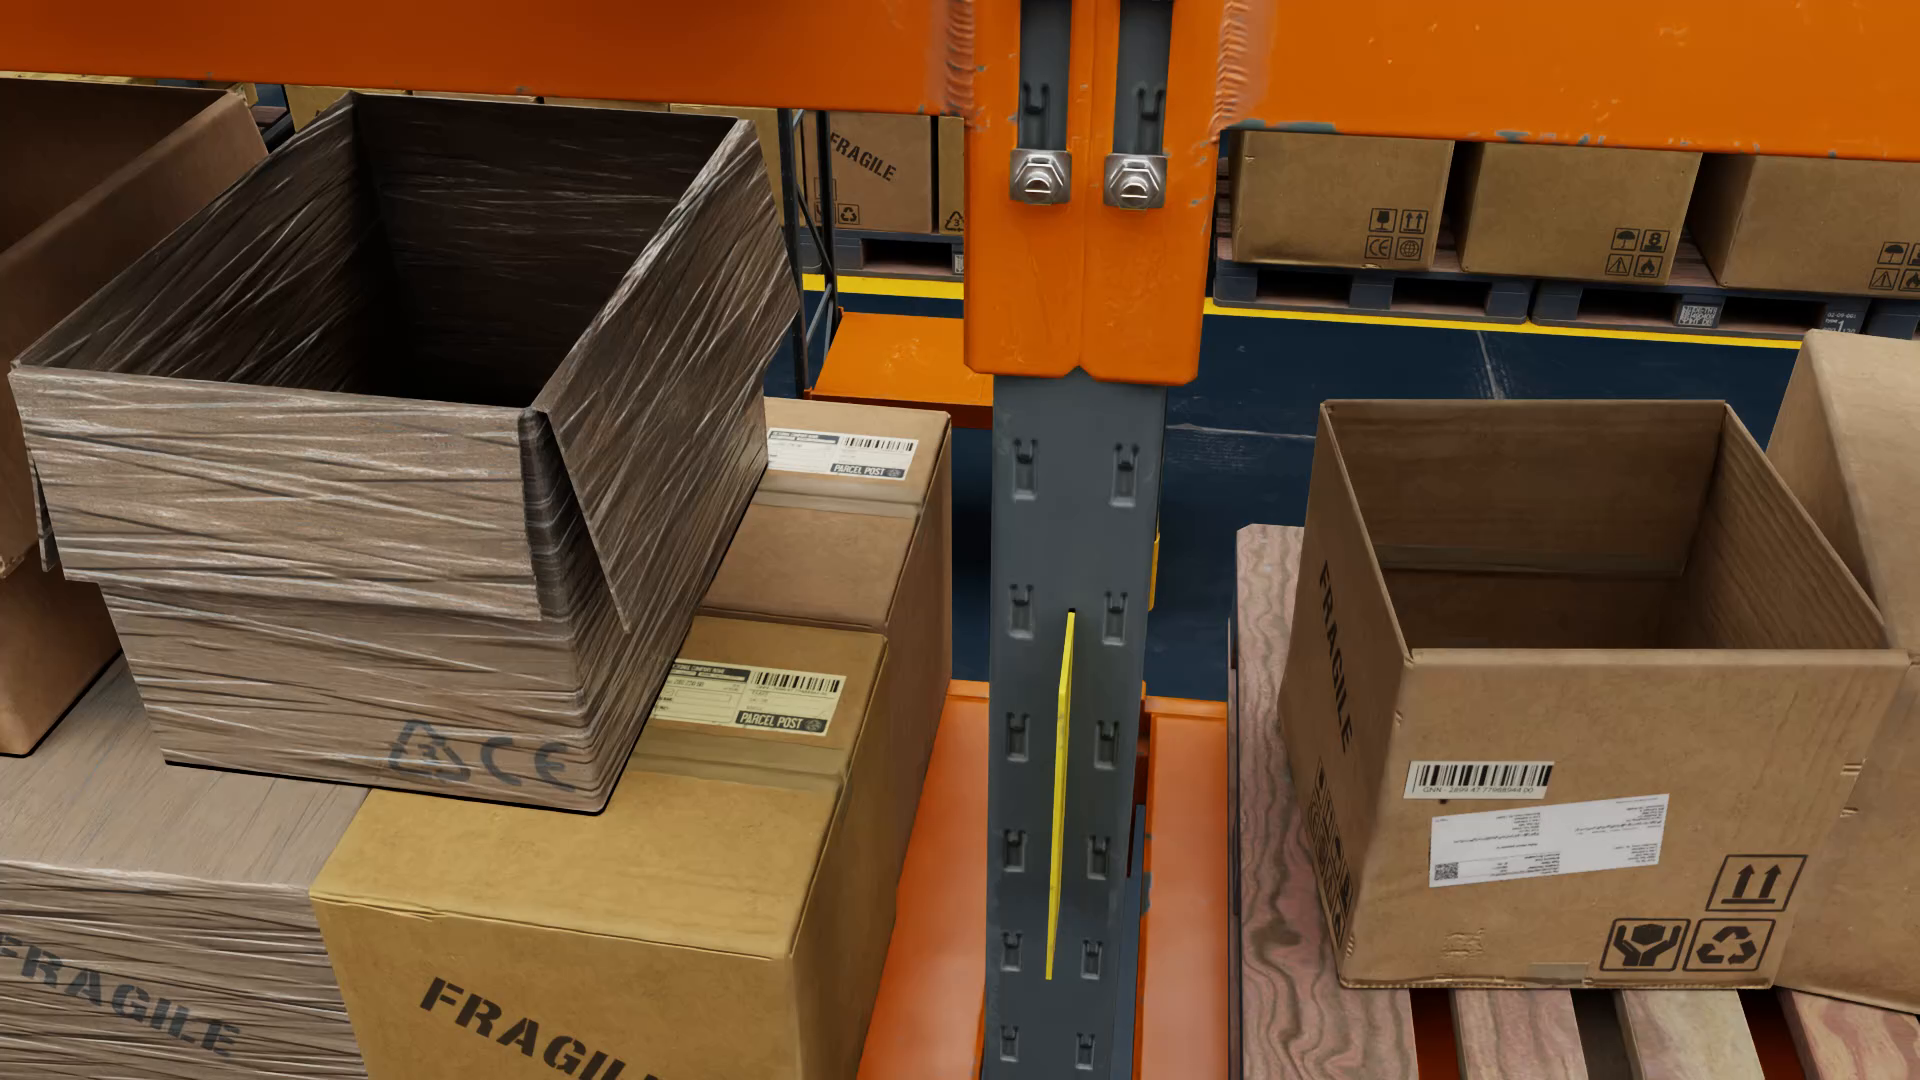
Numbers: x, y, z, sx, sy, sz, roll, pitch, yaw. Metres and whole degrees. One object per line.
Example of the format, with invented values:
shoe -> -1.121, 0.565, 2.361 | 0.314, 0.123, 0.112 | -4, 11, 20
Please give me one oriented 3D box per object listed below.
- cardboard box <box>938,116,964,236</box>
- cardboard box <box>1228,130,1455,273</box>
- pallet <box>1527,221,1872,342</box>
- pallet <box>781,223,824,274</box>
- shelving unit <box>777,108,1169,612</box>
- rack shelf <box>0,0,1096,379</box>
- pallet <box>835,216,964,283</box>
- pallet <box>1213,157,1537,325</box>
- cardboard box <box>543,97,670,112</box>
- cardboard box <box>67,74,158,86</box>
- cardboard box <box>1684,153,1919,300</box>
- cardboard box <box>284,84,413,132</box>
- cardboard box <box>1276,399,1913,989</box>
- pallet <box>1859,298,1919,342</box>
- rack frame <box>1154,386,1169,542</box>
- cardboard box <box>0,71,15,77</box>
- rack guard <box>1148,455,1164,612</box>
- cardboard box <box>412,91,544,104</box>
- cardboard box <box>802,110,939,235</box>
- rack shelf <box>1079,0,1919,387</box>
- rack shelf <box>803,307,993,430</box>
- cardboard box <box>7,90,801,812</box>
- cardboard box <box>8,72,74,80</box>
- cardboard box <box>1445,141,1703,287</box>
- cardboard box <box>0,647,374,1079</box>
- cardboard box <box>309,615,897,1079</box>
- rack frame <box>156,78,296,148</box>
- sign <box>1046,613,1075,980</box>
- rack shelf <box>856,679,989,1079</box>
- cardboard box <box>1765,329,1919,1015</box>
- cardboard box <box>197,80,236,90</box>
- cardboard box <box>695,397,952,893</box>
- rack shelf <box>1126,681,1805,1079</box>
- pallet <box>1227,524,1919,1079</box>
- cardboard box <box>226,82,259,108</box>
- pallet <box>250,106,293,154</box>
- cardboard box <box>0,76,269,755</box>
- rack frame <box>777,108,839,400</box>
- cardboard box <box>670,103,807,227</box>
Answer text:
cardboard box -> 0.195, -1.534, 6.608 | 0.500, 0.500, 0.500 | 4, 36, 6
cardboard box -> 1.474, -1.641, 6.542 | 0.750, 0.750, 1.050 | 4, 36, 5
pallet -> 2.860, -1.154, 6.685 | 1.213, 0.211, 1.003 | 4, 36, 6
pallet -> -1.100, -1.498, 7.167 | 1.213, 0.211, 1.003 | 4, 36, 6
shelving unit -> 0.076, -0.605, 4.806 | 1.083, 1.500, 0.587 | 4, 36, 6
rack shelf -> -1.834, -0.708, 1.697 | 4.000, 0.370, 1.077 | 4, 36, 6
pallet -> 0.107, -1.406, 7.039 | 1.213, 0.211, 1.003 | 4, 36, 6
pallet -> 1.654, -1.246, 6.814 | 1.213, 0.211, 1.003 | 4, 36, 6
cardboard box -> -1.341, -1.655, 6.778 | 0.500, 0.500, 0.500 | 5, 36, 7
cardboard box -> -3.472, -1.908, 6.921 | 0.250, 0.149, 0.380 | 5, 36, 7
cardboard box -> 3.265, -1.509, 6.358 | 0.750, 0.750, 1.050 | 4, 36, 6
cardboard box -> -2.387, -1.724, 6.874 | 0.500, 0.500, 0.500 | 6, 36, 8
cardboard box -> 0.690, 0.173, 1.978 | 0.500, 0.500, 0.500 | 0, 36, 0
pallet -> 4.074, -1.065, 6.561 | 1.213, 0.211, 1.003 | 4, 36, 6
rack frame -> 0.589, -0.567, 4.753 | 0.032, 1.500, 0.500 | 4, 36, 6
cardboard box -> -3.978, -1.918, 6.936 | 0.250, 0.149, 0.380 | 4, 36, 6
rack guard -> 0.570, -0.059, 5.118 | 0.087, 0.250, 0.587 | 4, 36, 6
cardboard box -> -1.862, -1.686, 6.821 | 0.500, 0.500, 0.500 | 6, 36, 8
cardboard box -> -0.319, -1.575, 6.664 | 0.500, 0.500, 0.500 | 6, 36, 8
rack shelf -> 2.133, -0.412, 1.283 | 4.000, 0.370, 1.077 | 4, 36, 6
rack shelf -> 0.085, -0.458, 4.910 | 1.000, 0.185, 0.538 | 4, 36, 6
cardboard box -> -0.574, -0.145, 1.921 | 0.637, 0.503, 0.797 | 5, 36, 8
cardboard box -> -3.731, -1.904, 6.916 | 0.250, 0.149, 0.380 | 5, 36, 7
cardboard box -> 2.342, -1.578, 6.454 | 0.750, 0.750, 1.050 | 5, 36, 7
cardboard box -> -0.865, 0.393, 2.031 | 0.500, 0.500, 0.500 | 4, 36, 6
cardboard box -> -0.372, 0.433, 1.975 | 0.500, 0.500, 0.500 | 5, 36, 7
rack frame -> -3.086, -2.778, 6.561 | 0.127, 3.000, 1.000 | 4, 36, 6
sign -> 0.082, 0.217, 1.368 | 0.005, 0.325, 0.100 | 4, 36, 6
rack shelf -> -1.834, 0.513, 2.569 | 4.000, 0.370, 1.077 | 4, 36, 6
cardboard box -> 1.257, 0.157, 2.001 | 0.500, 0.500, 0.700 | 9, 37, 13
cardboard box -> -3.405, -2.121, 7.477 | 0.250, 0.149, 0.380 | 6, 36, 8
cardboard box -> -0.298, 0.134, 2.393 | 0.500, 0.500, 0.500 | 5, 36, 7
rack shelf -> 2.133, 0.809, 2.154 | 4.000, 0.370, 1.077 | 4, 36, 6
pallet -> 0.870, 0.437, 2.220 | 1.003, 0.211, 1.213 | 4, 36, 6
cardboard box -> -3.406, -2.001, 7.564 | 0.250, 0.149, 0.380 | 3, 36, 4
pallet -> -3.757, -1.673, 7.412 | 1.213, 0.211, 1.003 | 4, 36, 6
cardboard box -> -1.220, -0.194, 1.991 | 0.637, 0.503, 0.797 | 5, 36, 7
rack frame -> -0.420, -0.642, 4.858 | 0.032, 1.500, 0.500 | 4, 36, 6
cardboard box -> -0.846, -1.604, 6.706 | 0.500, 0.500, 0.500 | 3, 36, 4
